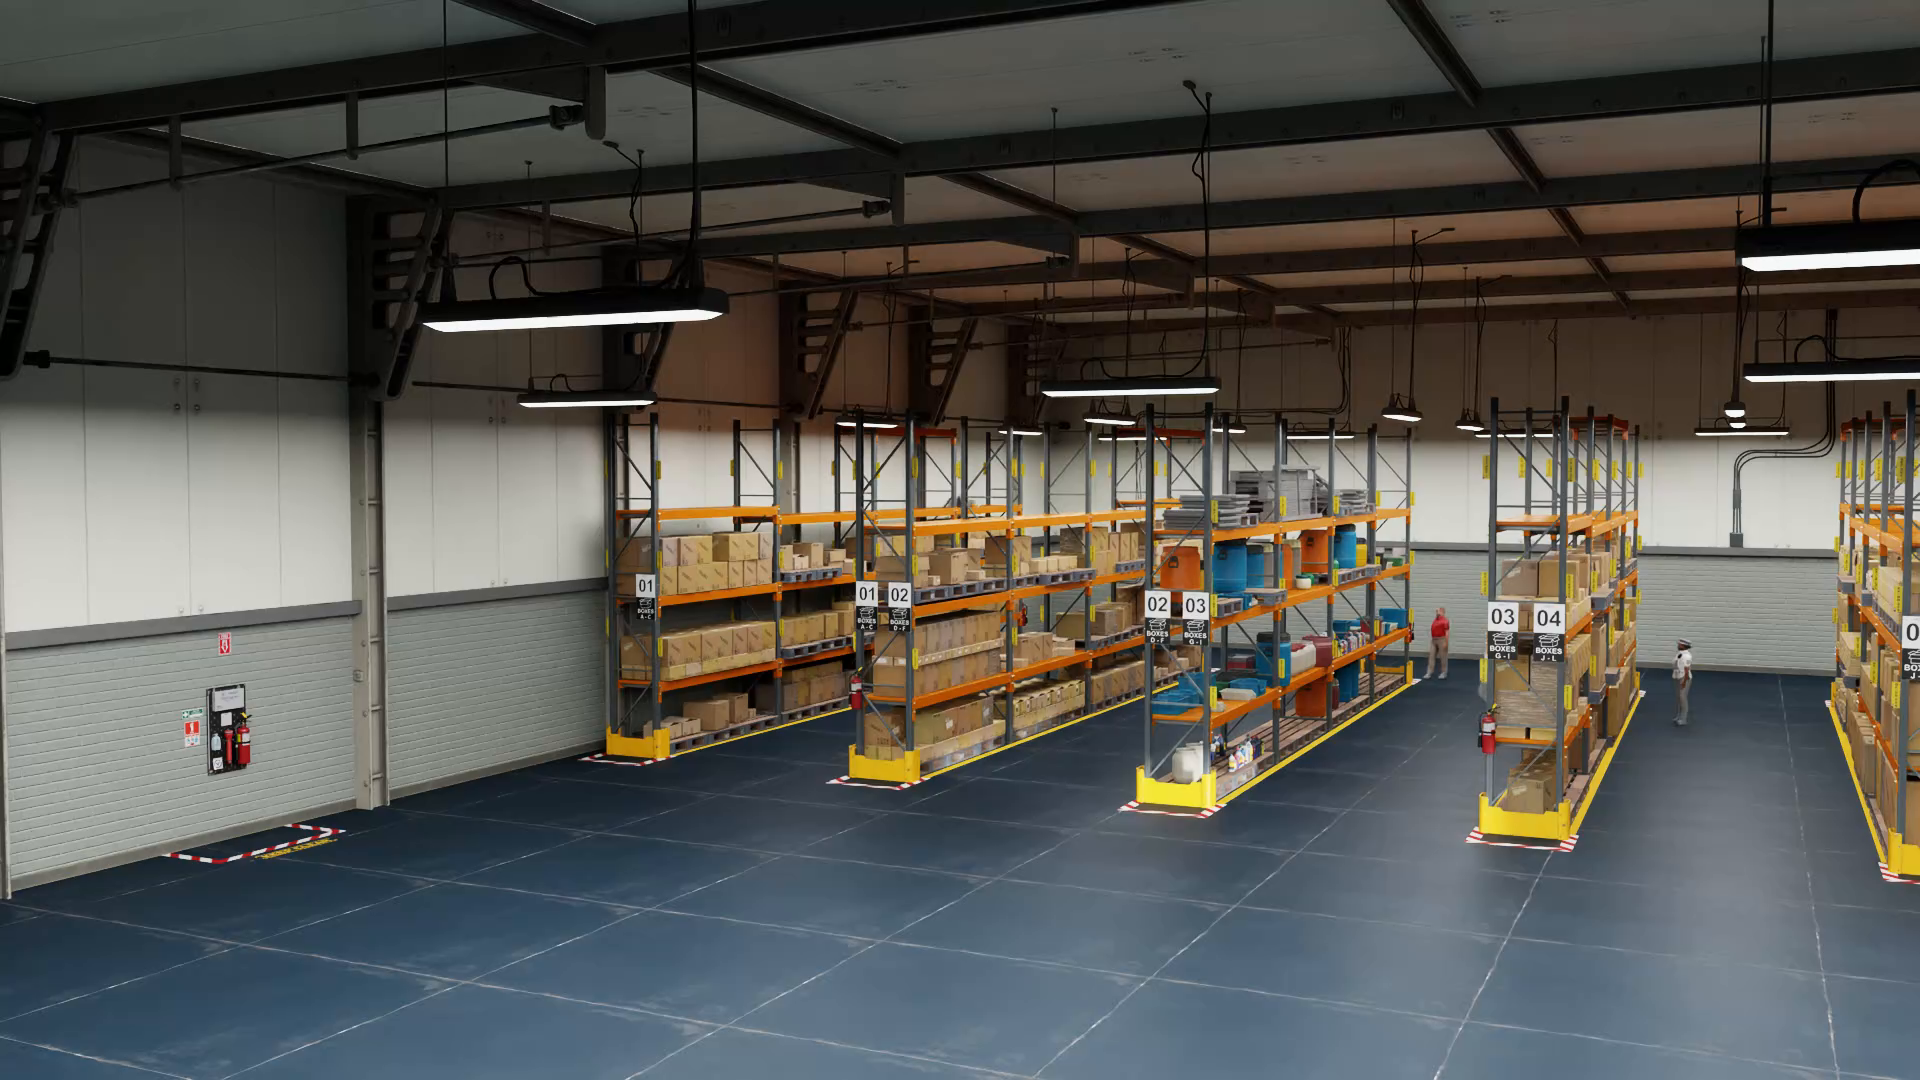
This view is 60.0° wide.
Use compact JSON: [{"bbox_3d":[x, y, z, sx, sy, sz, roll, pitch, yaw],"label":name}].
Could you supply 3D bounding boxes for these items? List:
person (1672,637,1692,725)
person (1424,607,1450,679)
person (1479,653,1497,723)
[{"bbox_3d":[14.260,2.801,32.964,0.466,1.728,0.500,-1,2,-13],"label":"person"},{"bbox_3d":[11.483,2.469,39.888,0.601,1.731,0.549,-1,3,-32],"label":"person"},{"bbox_3d":[10.537,2.745,32.936,0.451,1.780,0.639,0,2,-2],"label":"person"}]
